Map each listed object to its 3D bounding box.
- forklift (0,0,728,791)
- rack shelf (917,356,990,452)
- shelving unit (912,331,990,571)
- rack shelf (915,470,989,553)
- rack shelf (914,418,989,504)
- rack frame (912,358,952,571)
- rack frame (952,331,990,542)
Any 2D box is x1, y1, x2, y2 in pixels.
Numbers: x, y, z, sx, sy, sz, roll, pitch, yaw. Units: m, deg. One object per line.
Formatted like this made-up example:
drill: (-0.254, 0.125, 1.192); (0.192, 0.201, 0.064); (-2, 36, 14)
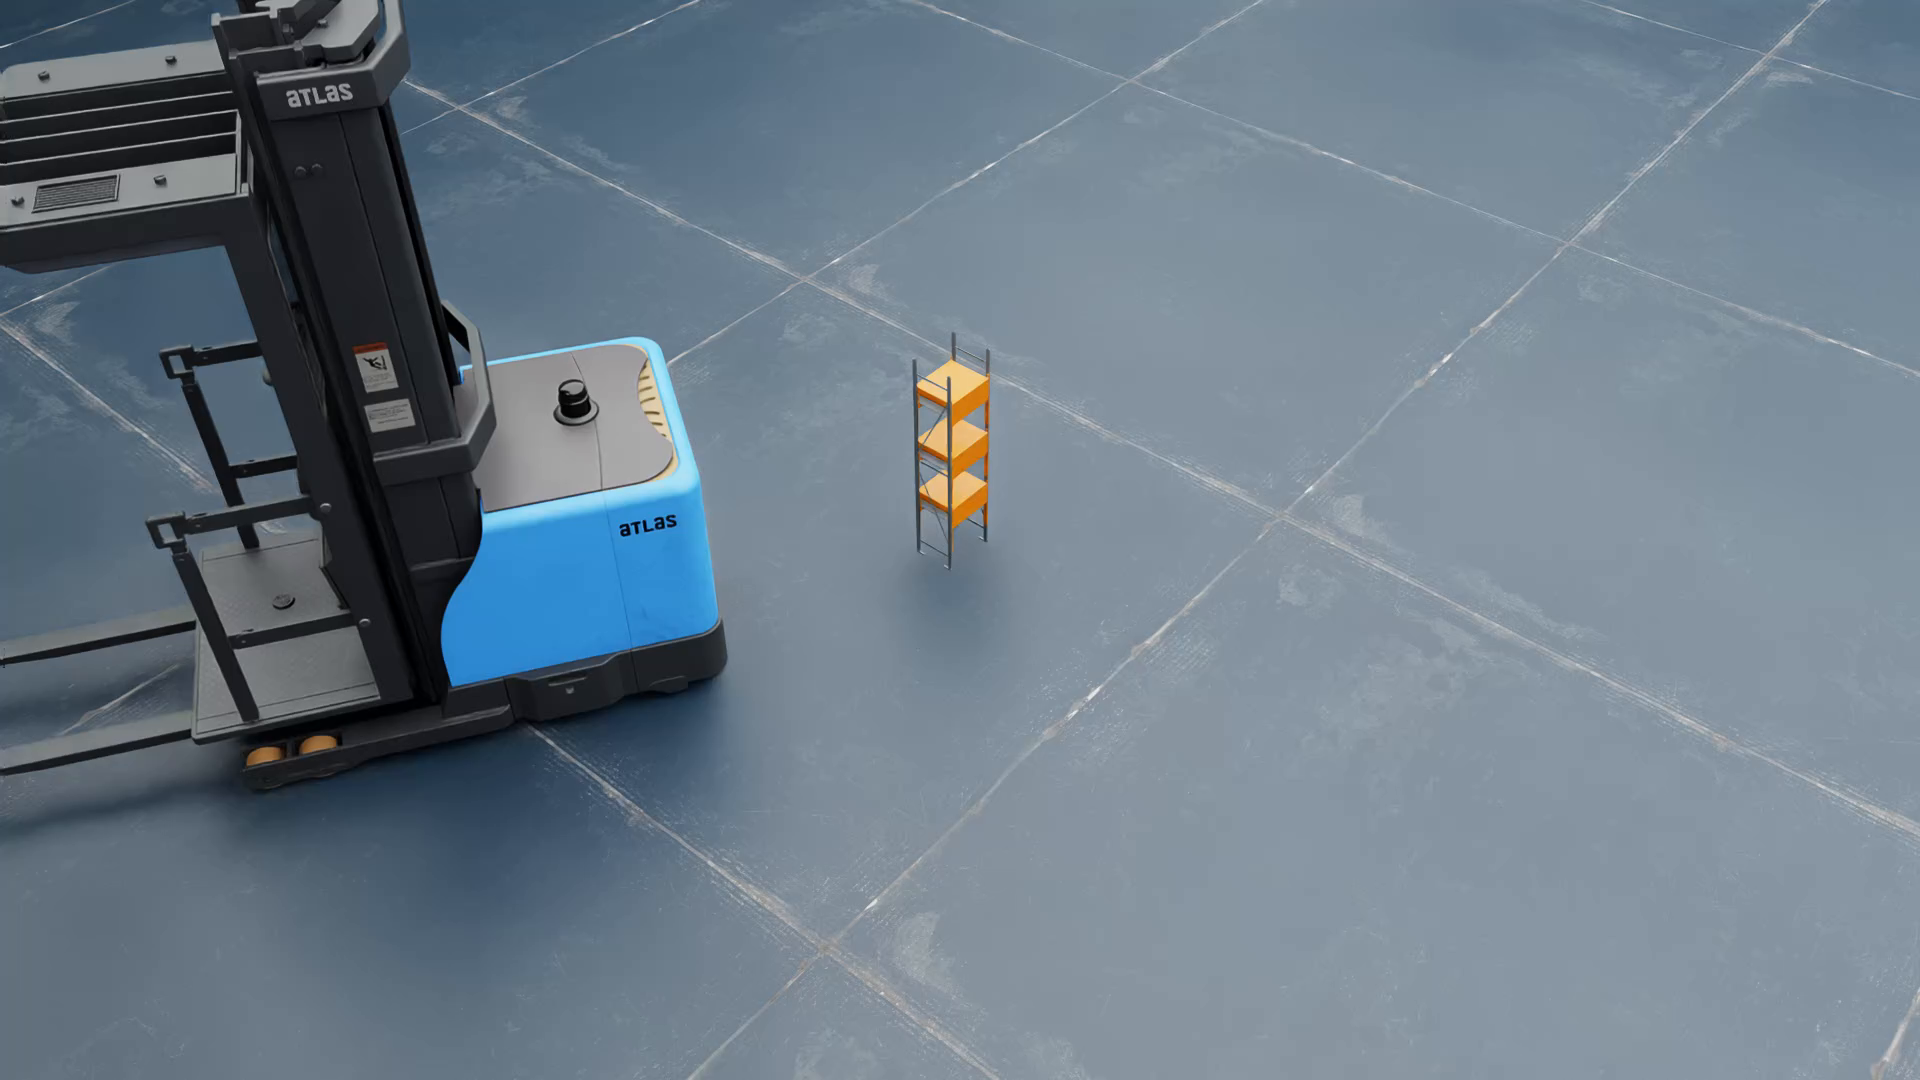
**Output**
forklift: (-2.525, -0.530, 5.837); (3.031, 2.935, 1.130); (-12, 44, -13)
rack shelf: (-0.034, -0.563, 6.865); (0.215, 0.259, 0.240); (29, 50, 28)
shelving unit: (-0.034, -0.361, 7.049); (0.215, 1.050, 0.252); (29, 50, 28)
rack shelf: (-0.034, -0.147, 7.243); (0.215, 0.259, 0.240); (29, 50, 28)
rack shelf: (-0.034, -0.353, 7.056); (0.215, 0.259, 0.240); (29, 50, 28)
rack frame: (-0.113, -0.298, 6.980); (0.200, 1.050, 0.008); (29, 50, 28)
rack frame: (0.044, -0.424, 7.118); (0.200, 1.050, 0.008); (29, 50, 28)
